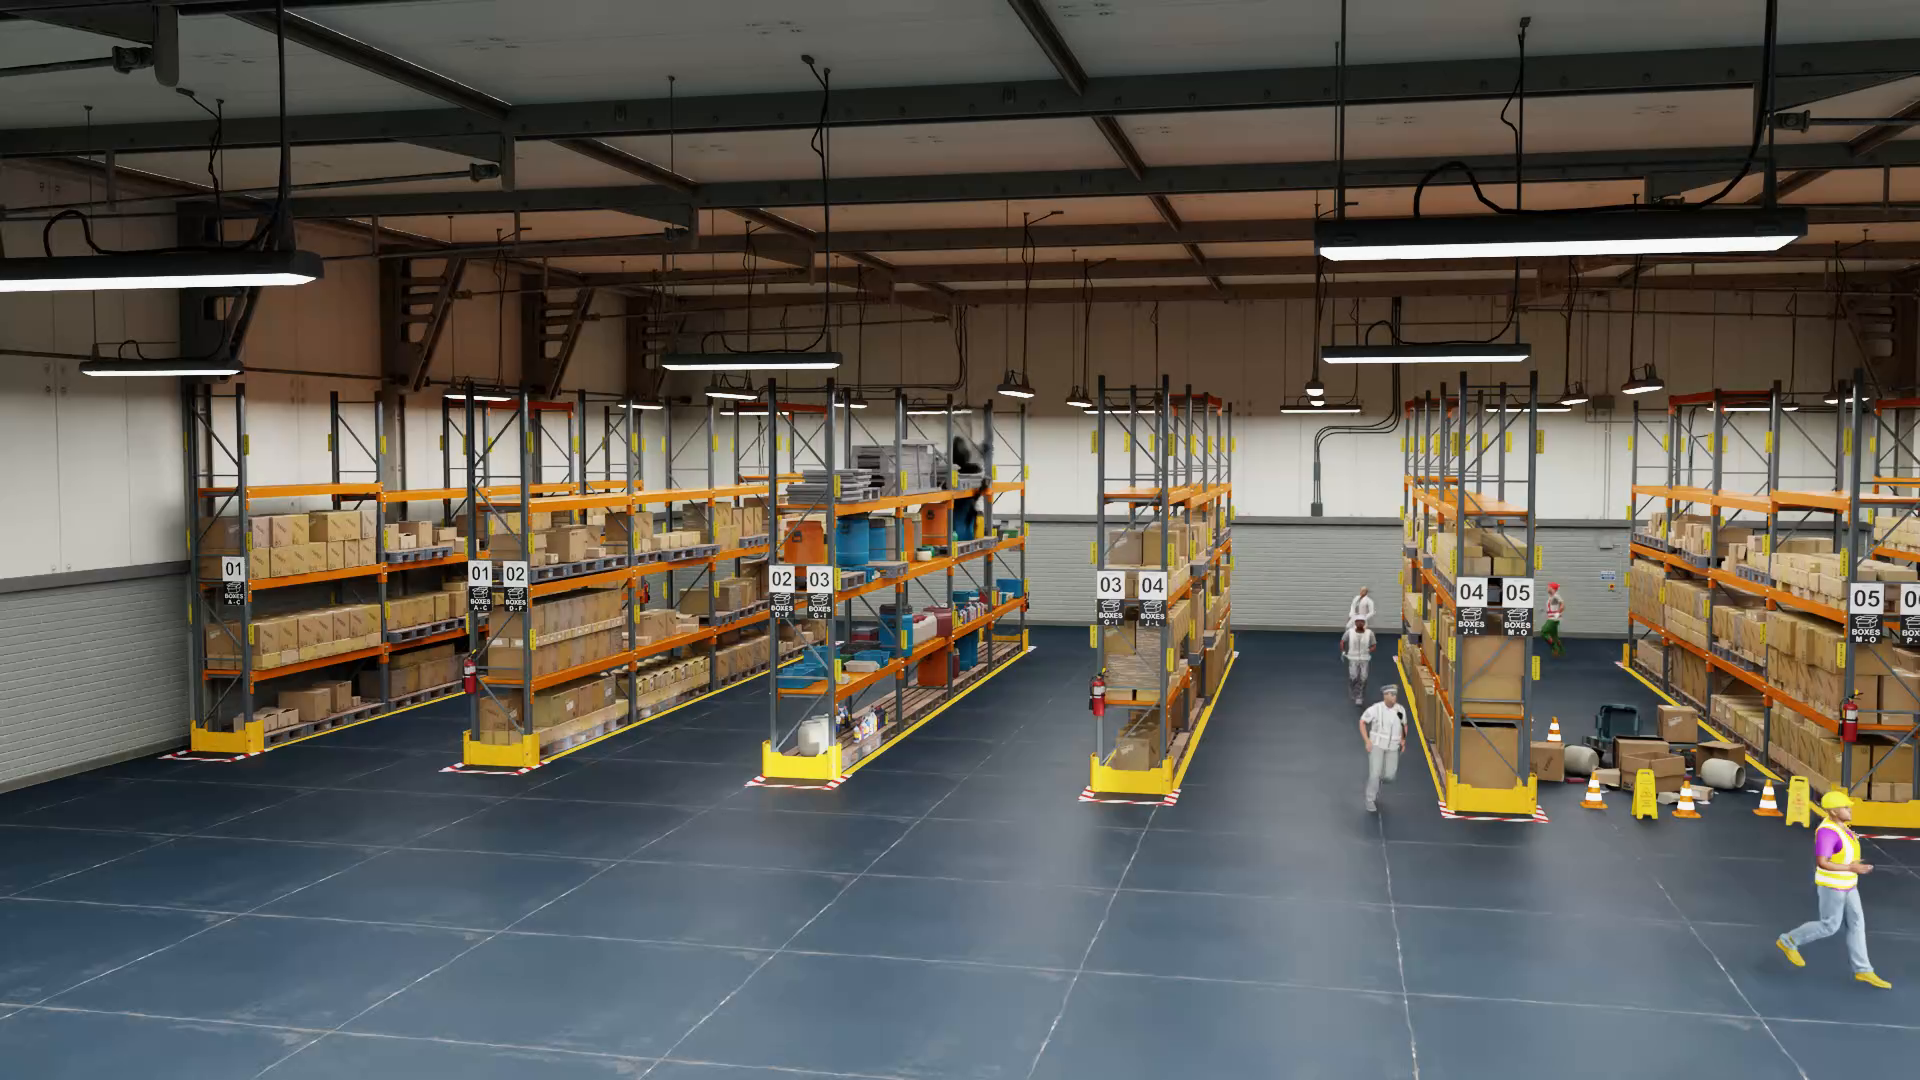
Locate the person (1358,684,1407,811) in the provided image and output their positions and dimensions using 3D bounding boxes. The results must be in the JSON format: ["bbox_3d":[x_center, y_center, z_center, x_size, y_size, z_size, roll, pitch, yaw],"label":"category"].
[{"bbox_3d":[5.861,2.843,23.018,0.704,1.732,0.583,0,3,-7],"label":"person"}]

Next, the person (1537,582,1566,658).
[{"bbox_3d":[13.914,1.888,39.116,0.676,1.789,0.680,1,3,18],"label":"person"}]

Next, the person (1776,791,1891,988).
[{"bbox_3d":[8.140,3.216,15.466,0.701,1.765,0.972,-3,5,-45],"label":"person"}]

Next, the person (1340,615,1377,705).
[{"bbox_3d":[7.648,2.303,31.885,0.675,1.739,0.597,1,3,10],"label":"person"}]

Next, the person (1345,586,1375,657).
[{"bbox_3d":[9.338,1.926,38.904,0.560,1.698,0.733,-3,4,-40],"label":"person"}]
